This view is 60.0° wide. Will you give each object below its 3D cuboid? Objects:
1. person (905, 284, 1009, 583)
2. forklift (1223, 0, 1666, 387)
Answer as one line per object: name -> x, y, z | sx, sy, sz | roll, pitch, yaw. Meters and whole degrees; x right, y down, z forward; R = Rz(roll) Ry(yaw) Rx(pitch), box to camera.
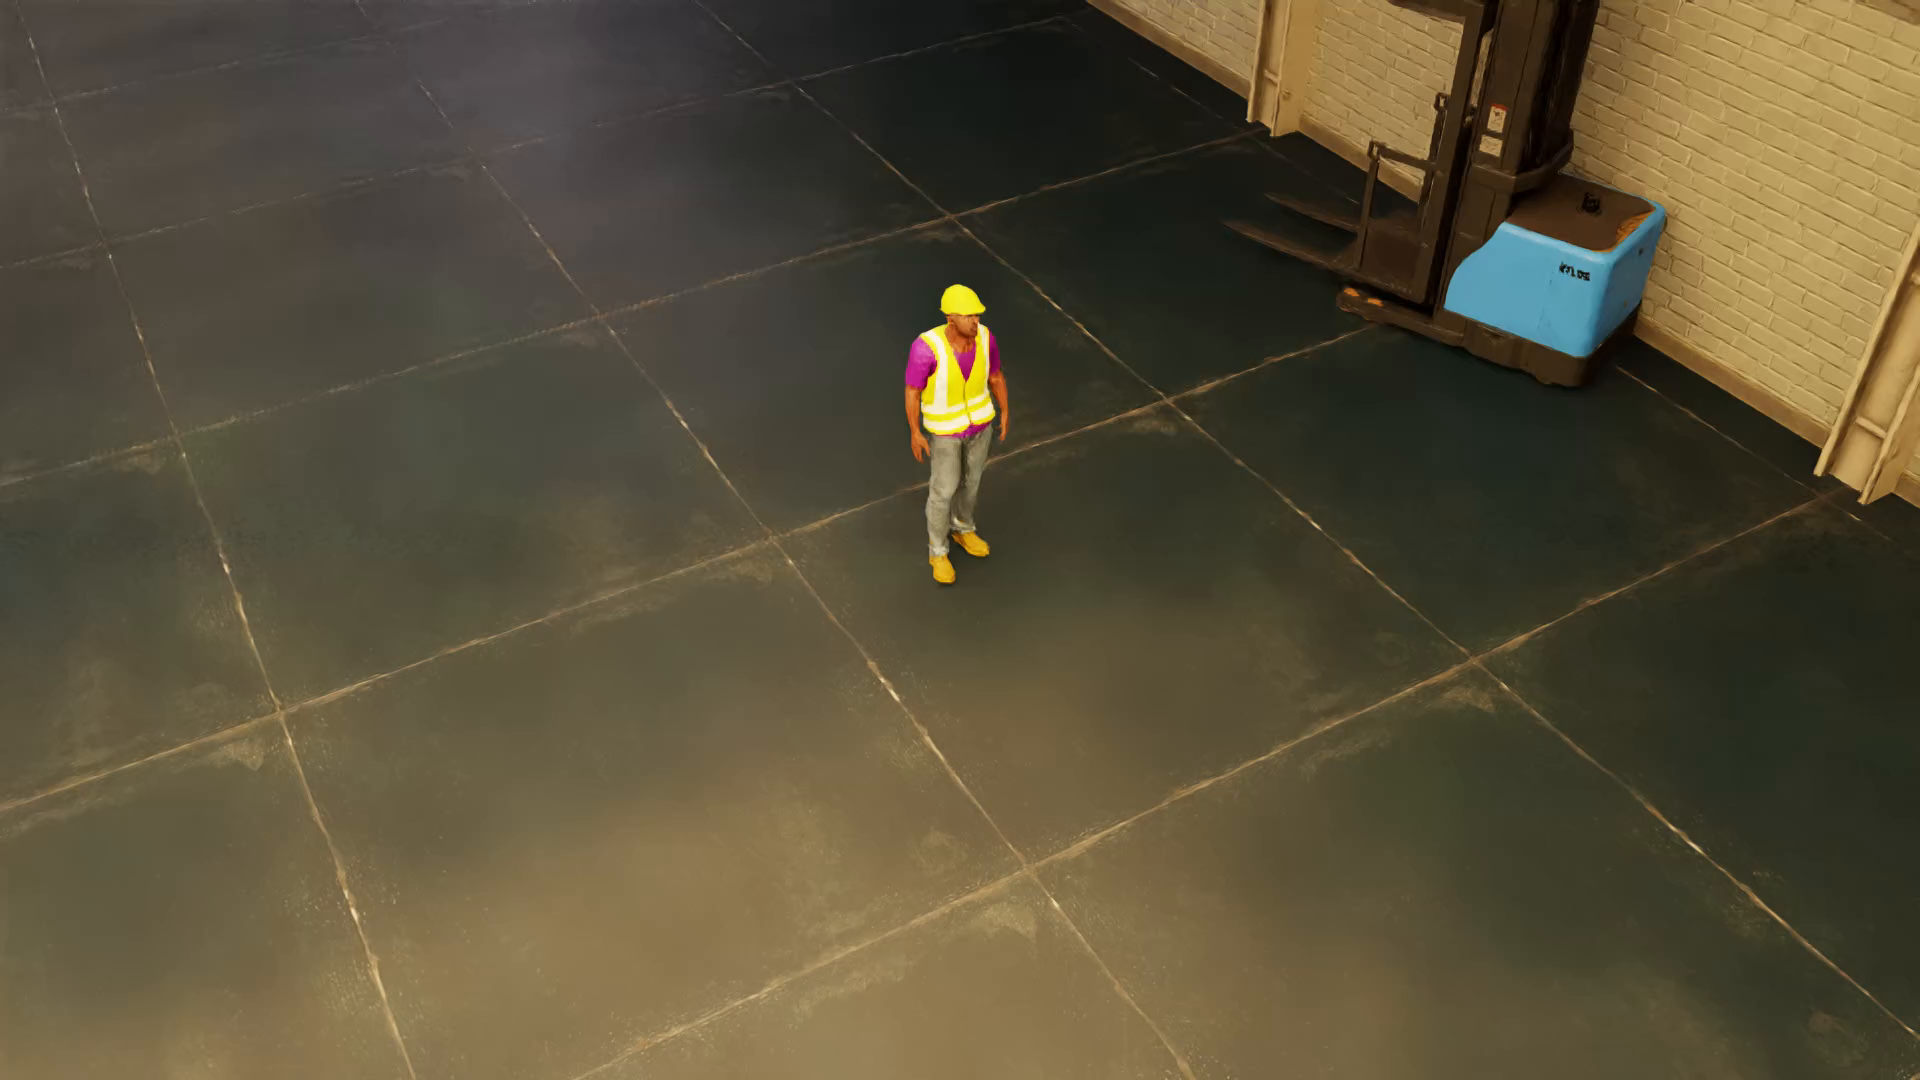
person -> 0.030, -0.645, 9.715 | 0.665, 1.766, 0.576 | -20, 44, -23
forklift -> 3.422, -2.978, 11.627 | 3.031, 2.935, 1.130 | 28, 47, 30
